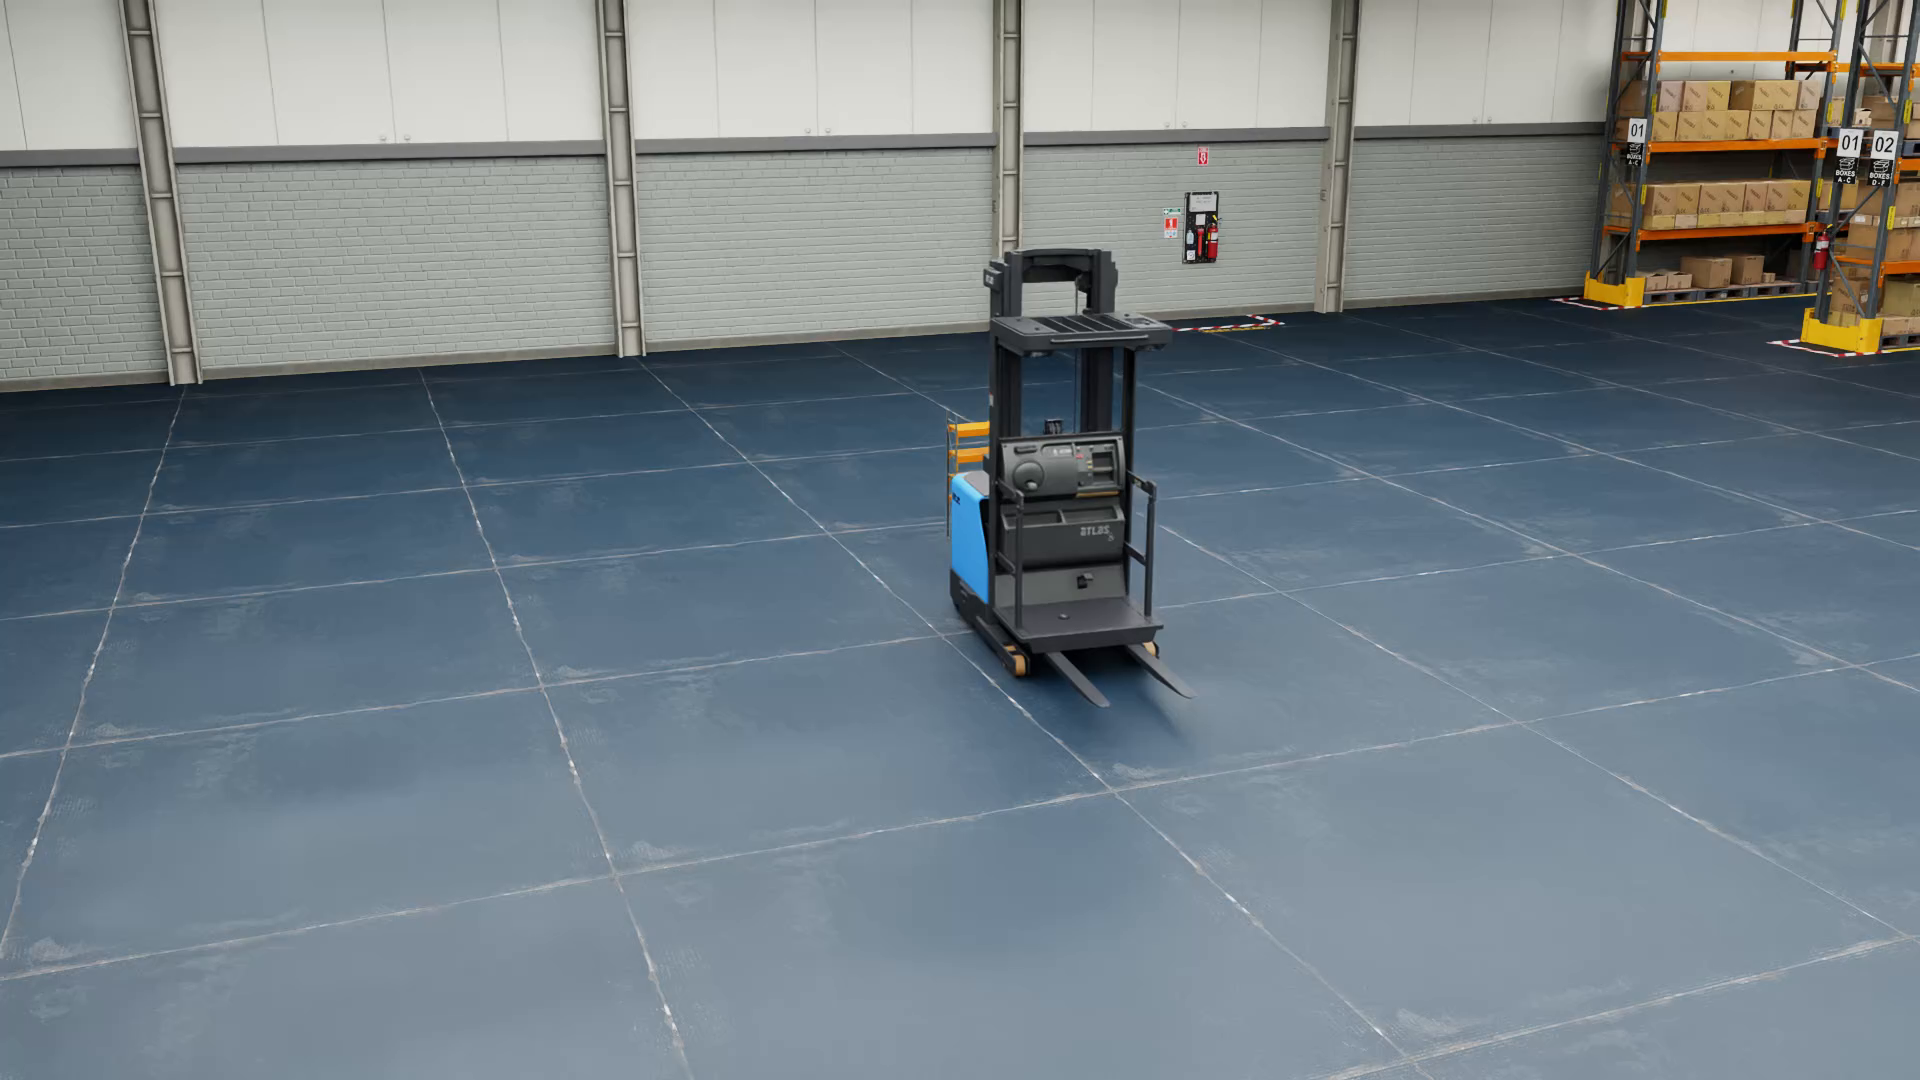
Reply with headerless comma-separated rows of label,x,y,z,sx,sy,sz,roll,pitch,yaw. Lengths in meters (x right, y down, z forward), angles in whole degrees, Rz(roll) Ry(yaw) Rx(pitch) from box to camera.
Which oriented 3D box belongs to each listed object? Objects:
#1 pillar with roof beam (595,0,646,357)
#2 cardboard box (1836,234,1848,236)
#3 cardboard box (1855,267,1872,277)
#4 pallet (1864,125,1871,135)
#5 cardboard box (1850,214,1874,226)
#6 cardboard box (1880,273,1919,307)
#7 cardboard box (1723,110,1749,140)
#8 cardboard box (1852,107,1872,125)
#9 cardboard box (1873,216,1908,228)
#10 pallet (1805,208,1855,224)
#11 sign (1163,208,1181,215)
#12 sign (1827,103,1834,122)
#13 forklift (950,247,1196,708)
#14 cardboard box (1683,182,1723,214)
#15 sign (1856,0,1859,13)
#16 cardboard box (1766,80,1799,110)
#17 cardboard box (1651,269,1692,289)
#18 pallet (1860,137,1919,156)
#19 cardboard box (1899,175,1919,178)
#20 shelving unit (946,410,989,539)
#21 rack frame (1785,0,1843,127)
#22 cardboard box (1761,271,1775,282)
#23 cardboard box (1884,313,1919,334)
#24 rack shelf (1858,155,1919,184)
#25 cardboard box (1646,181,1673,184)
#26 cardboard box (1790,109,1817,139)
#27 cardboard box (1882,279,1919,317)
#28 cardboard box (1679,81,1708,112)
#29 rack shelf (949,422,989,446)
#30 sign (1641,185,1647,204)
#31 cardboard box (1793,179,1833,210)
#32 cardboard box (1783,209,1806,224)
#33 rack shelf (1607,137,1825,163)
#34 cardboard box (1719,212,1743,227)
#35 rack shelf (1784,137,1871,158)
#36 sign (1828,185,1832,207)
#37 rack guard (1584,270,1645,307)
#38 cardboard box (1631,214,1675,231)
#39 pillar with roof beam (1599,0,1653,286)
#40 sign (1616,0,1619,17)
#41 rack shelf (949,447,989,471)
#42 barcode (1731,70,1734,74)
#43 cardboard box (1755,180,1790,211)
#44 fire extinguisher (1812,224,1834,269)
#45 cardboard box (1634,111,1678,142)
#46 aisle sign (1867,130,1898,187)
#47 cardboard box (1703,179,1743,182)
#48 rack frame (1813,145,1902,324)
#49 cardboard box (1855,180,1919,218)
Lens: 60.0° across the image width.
pillar with roof beam,-3.321,-5.921,19.440,0.400,9.000,9.100,-6,17,-20
cardboard box,16.914,-5.644,31.469,0.500,0.250,0.500,-7,18,-22
cardboard box,16.975,-5.291,31.600,0.500,0.500,0.700,-6,17,-19
pallet,16.920,-7.583,30.760,1.003,0.211,1.213,-6,17,-20
cardboard box,13.668,-4.836,25.067,0.250,0.149,0.380,-6,18,-21
cardboard box,14.702,-3.867,25.900,0.500,0.500,0.500,-6,17,-20
cardboard box,13.495,-7.314,29.296,0.500,0.500,0.500,-5,17,-17
cardboard box,16.452,-7.789,30.539,0.500,0.311,0.500,-6,17,-18
cardboard box,13.823,-4.731,24.707,0.250,0.149,0.380,-6,18,-20
pallet,16.104,-6.041,30.840,1.213,0.211,1.003,-6,17,-20
sign,3.478,-5.386,27.265,0.331,0.109,0.001,-6,17,-20
sign,15.540,-7.640,29.702,0.005,0.325,0.100,-6,17,-20
forklift,0.815,-0.545,11.904,1.130,2.935,3.031,-5,17,-15
cardboard box,13.106,-6.055,29.447,0.500,0.500,0.500,-7,18,-22
sign,13.198,-7.897,24.373,0.005,0.325,0.100,-6,17,-20
cardboard box,14.457,-7.891,29.487,0.500,0.500,0.500,-5,17,-17
cardboard box,12.814,-4.716,29.977,0.500,0.311,0.500,-5,17,-15
pallet,14.049,-5.850,24.680,1.213,0.211,1.003,-6,17,-20
cardboard box,18.126,-6.643,31.591,0.500,0.500,0.700,-8,18,-25
shelving unit,0.155,-0.592,15.138,0.503,1.200,0.258,-6,17,-20
rack frame,15.338,-8.973,29.835,0.127,3.000,1.000,-6,17,-20
cardboard box,14.849,-4.884,30.807,0.250,0.166,0.380,-9,18,-27
cardboard box,14.425,-3.318,25.358,0.500,0.250,0.500,-6,17,-20
rack shelf,15.247,-5.684,25.236,4.000,0.370,1.077,-6,17,-20
cardboard box,12.441,-6.140,29.736,0.500,0.500,0.500,-6,17,-19
cardboard box,14.953,-7.475,29.845,0.500,0.500,0.500,-6,17,-19
cardboard box,14.426,-3.677,25.251,0.500,0.500,0.500,-6,17,-20
cardboard box,12.536,-7.680,28.768,0.500,0.500,0.500,-6,18,-21
rack shelf,0.155,-0.969,15.027,0.480,0.148,0.258,-6,17,-20
sign,11.797,-5.964,28.699,0.005,0.325,0.100,-6,17,-20
cardboard box,15.826,-6.396,30.749,0.500,0.500,0.700,-6,17,-20
cardboard box,15.004,-5.905,30.265,0.500,0.250,0.500,-6,17,-20
rack shelf,13.471,-6.987,29.673,4.000,0.370,1.077,-6,17,-20
cardboard box,13.603,-5.751,29.741,0.500,0.250,0.500,-6,17,-20
rack shelf,17.206,-7.390,31.046,4.000,0.370,1.077,-6,17,-20
sign,13.198,-5.202,25.165,0.005,0.325,0.100,-6,17,-20
rack guard,11.674,-4.500,29.686,0.348,0.500,1.175,-6,17,-20
cardboard box,12.172,-5.595,29.209,0.500,0.250,0.500,-7,18,-22
pillar with roof beam,13.488,-7.735,25.620,0.400,9.000,9.100,-6,17,-20
sign,11.424,-9.242,28.812,0.005,0.325,0.100,-6,17,-20
rack shelf,0.155,-0.742,15.094,0.480,0.148,0.258,-6,17,-20
barcode,13.886,-8.418,29.898,0.075,0.075,0.001,-6,17,-20
cardboard box,14.543,-6.211,29.977,0.500,0.500,0.500,-6,17,-20
fire extinguisher,13.103,-4.462,25.257,0.183,0.674,0.296,-6,17,-20
cardboard box,12.005,-7.156,28.758,0.500,0.500,0.500,-6,17,-19
aisle sign,13.427,-5.549,24.207,0.004,0.787,0.394,-6,17,-20
cardboard box,13.873,-6.300,30.279,0.500,0.500,0.500,-6,17,-19
rack frame,13.379,-4.388,24.870,0.127,3.000,1.000,-6,17,-20
cardboard box,13.869,-5.108,24.840,0.500,0.500,0.700,-6,17,-20
